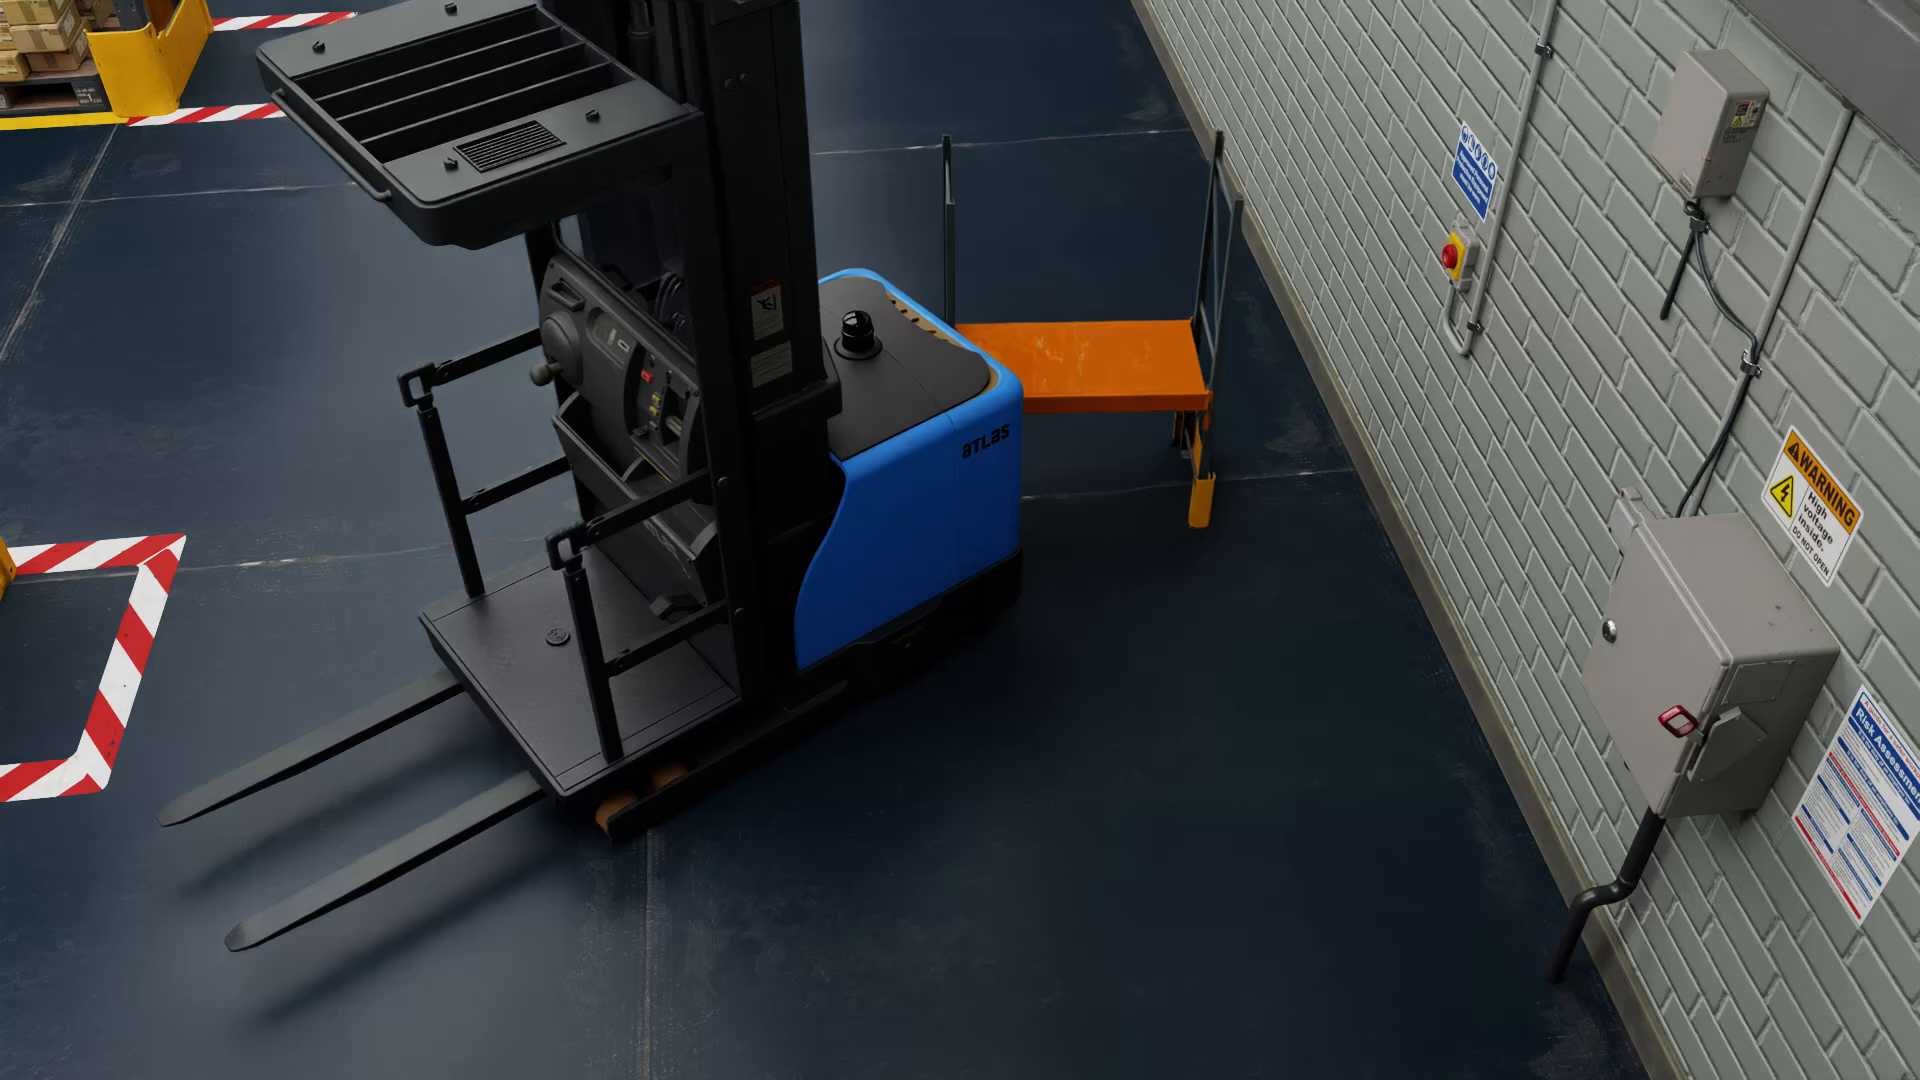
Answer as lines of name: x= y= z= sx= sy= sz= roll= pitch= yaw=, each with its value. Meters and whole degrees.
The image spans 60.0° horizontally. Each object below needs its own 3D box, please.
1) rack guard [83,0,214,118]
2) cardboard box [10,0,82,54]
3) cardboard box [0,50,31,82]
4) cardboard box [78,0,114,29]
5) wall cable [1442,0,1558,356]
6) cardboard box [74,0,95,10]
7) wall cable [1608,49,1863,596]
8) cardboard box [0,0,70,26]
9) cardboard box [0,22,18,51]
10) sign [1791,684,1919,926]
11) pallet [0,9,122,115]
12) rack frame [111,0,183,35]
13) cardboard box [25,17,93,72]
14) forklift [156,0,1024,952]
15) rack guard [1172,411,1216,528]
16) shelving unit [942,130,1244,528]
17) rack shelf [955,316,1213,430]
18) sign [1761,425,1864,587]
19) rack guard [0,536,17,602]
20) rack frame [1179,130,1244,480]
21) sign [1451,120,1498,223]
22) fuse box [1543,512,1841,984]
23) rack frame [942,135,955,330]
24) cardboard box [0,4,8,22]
rack guard: x=-4.694 y=-2.969 z=9.668 sx=0.348 sy=0.500 sz=1.175 roll=-5 pitch=42 yaw=-6
cardboard box: x=-5.105 y=-2.876 z=9.292 sx=0.250 sy=0.149 sz=0.380 roll=-6 pitch=42 yaw=-7
cardboard box: x=-5.356 y=-2.727 z=9.349 sx=0.250 sy=0.149 sz=0.380 roll=-4 pitch=42 yaw=-4
cardboard box: x=-5.180 y=-3.168 z=9.837 sx=0.250 sy=0.149 sz=0.380 roll=-4 pitch=42 yaw=-5
wall cable: x=1.711 y=-1.519 z=5.412 sx=0.123 sy=1.953 sz=0.585 roll=-5 pitch=42 yaw=-6
cardboard box: x=-5.172 y=-3.236 z=9.691 sx=0.250 sy=0.149 sz=0.380 roll=-3 pitch=42 yaw=-4
wall cable: x=1.907 y=-0.566 z=4.380 sx=0.122 sy=1.984 sz=0.588 roll=-5 pitch=42 yaw=-6
cardboard box: x=-5.111 y=-3.007 z=9.215 sx=0.250 sy=0.149 sz=0.380 roll=-5 pitch=42 yaw=-5
cardboard box: x=-5.371 y=-2.889 z=9.306 sx=0.250 sy=0.149 sz=0.380 roll=-6 pitch=42 yaw=-7
sign: x=2.108 y=0.623 z=3.890 sx=0.001 sy=0.494 sz=0.329 roll=-5 pitch=42 yaw=-6
pallet: x=-5.504 y=-2.814 z=9.712 sx=1.213 sy=0.211 sz=1.003 roll=-5 pitch=42 yaw=-6
rack frame: x=-4.619 y=-3.903 z=8.838 sx=0.127 sy=3.000 sz=1.000 roll=-5 pitch=42 yaw=-6
cardboard box: x=-5.114 y=-2.817 z=9.448 sx=0.250 sy=0.149 sz=0.380 roll=-4 pitch=42 yaw=-5
forklift: x=-1.231 y=-0.482 z=5.096 sx=3.031 sy=2.935 sz=1.130 roll=-28 pitch=49 yaw=-28
rack guard: x=0.973 y=-0.340 z=6.940 sx=0.087 sy=0.250 sz=0.587 roll=-1 pitch=42 yaw=-1
shelving unit: x=0.475 y=-0.794 z=6.510 sx=1.083 sy=1.500 sz=0.587 roll=-1 pitch=42 yaw=-1
rack shelf: x=0.466 y=-0.660 z=6.630 sx=1.000 sy=0.185 sz=0.538 roll=-1 pitch=42 yaw=-1
sign: x=2.037 y=-0.084 z=3.986 sx=0.001 sy=0.242 sz=0.339 roll=-5 pitch=42 yaw=-6
rack guard: x=-3.853 y=0.301 z=6.043 sx=0.348 sy=0.500 sz=1.175 roll=-5 pitch=42 yaw=-6
rack frame: x=0.974 y=-0.804 z=6.522 sx=0.032 sy=1.500 sz=0.500 roll=-1 pitch=42 yaw=-1
sign: x=1.766 y=-1.268 z=5.714 sx=0.001 sy=0.218 sz=0.327 roll=-5 pitch=42 yaw=-6
fuse box: x=1.839 y=0.756 z=4.634 sx=0.414 sy=1.711 sz=0.539 roll=-5 pitch=42 yaw=-6
rack frame: x=-0.042 y=-0.783 z=6.498 sx=0.032 sy=1.500 sz=0.500 roll=-1 pitch=42 yaw=-1
cardboard box: x=-5.368 y=-3.024 z=9.233 sx=0.250 sy=0.149 sz=0.380 roll=-4 pitch=42 yaw=-5
